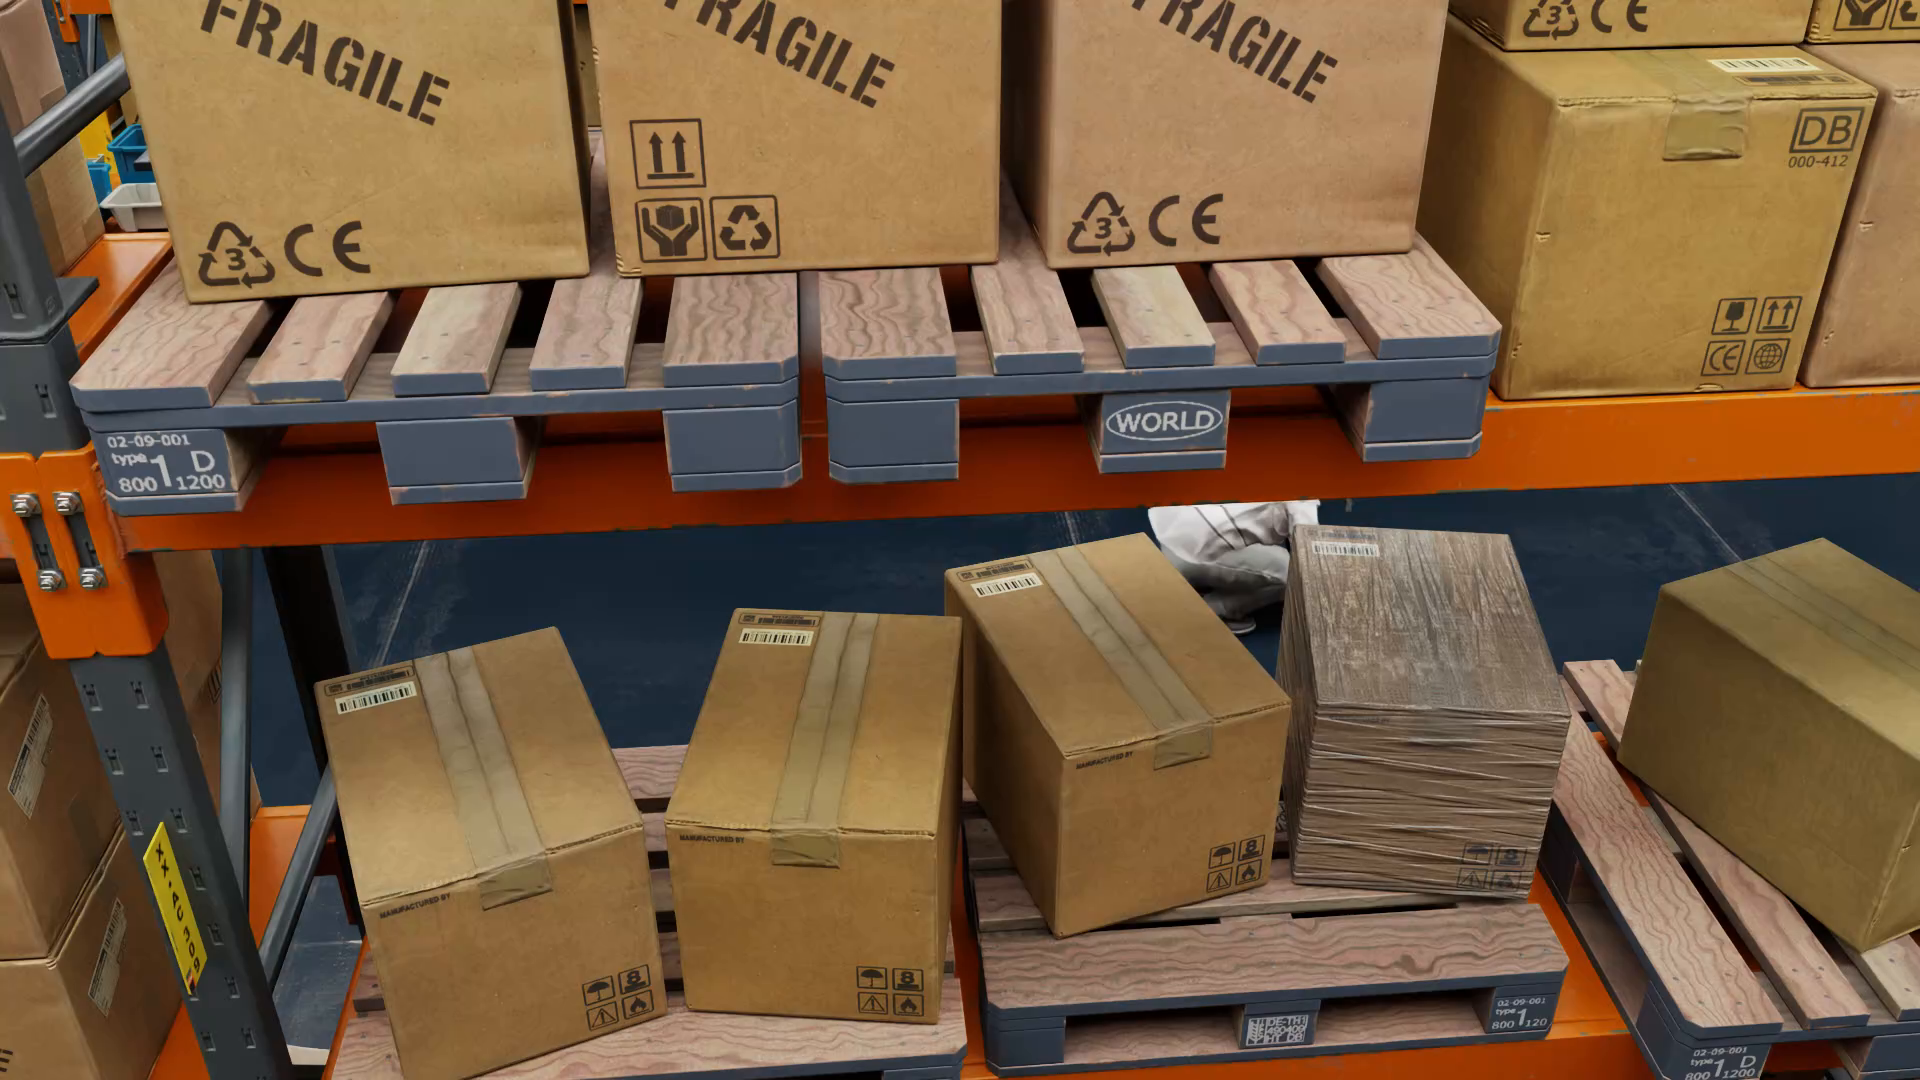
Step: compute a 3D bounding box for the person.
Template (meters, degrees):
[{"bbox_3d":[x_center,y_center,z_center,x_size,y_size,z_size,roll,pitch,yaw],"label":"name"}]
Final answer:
[{"bbox_3d":[1.265,0.008,7.073,0.884,0.790,0.520,-3,31,-5],"label":"person"}]
